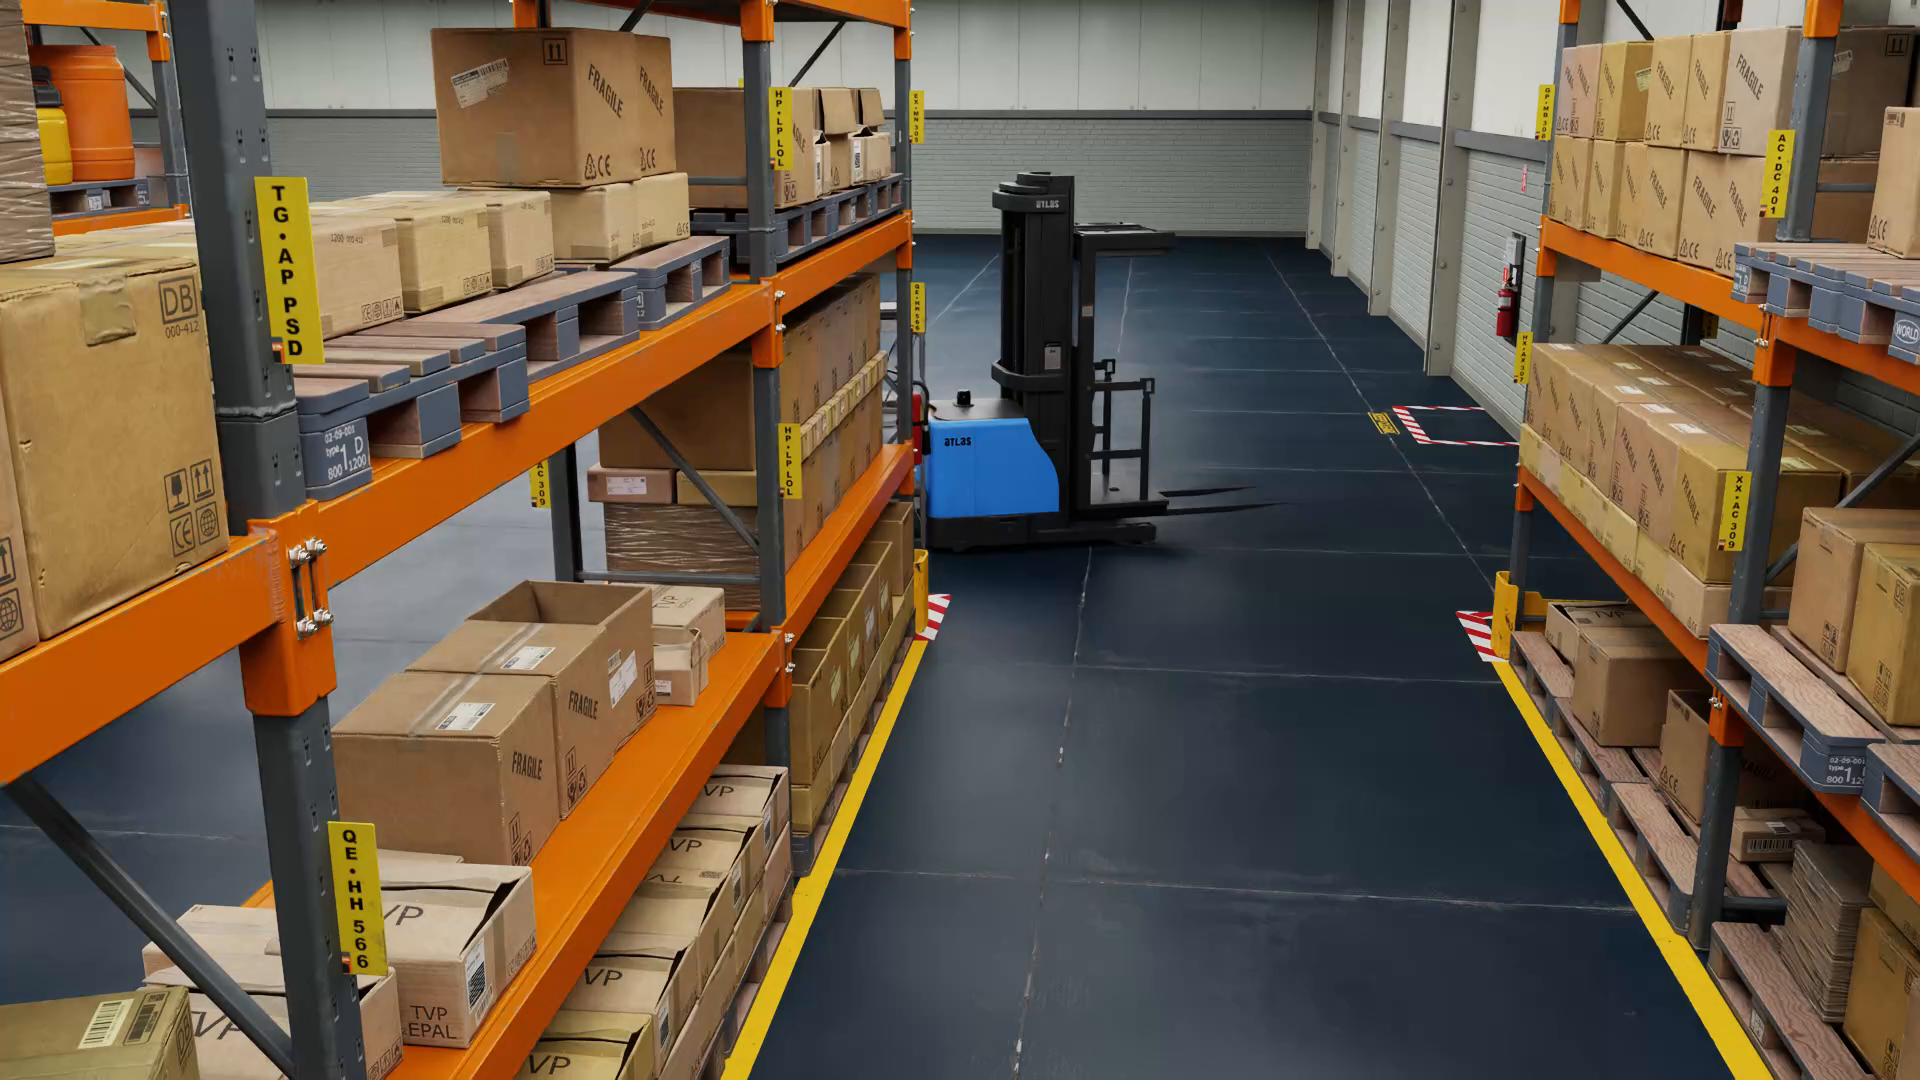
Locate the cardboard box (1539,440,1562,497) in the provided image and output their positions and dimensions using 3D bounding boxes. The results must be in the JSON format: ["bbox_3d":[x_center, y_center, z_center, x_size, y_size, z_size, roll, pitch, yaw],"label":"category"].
[{"bbox_3d":[3.691,-0.405,9.661,0.500,0.250,0.500,1,15,5],"label":"cardboard box"}]

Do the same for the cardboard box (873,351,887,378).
[{"bbox_3d":[-0.670,-1.121,10.629,0.380,0.149,0.250,1,15,5],"label":"cardboard box"}]

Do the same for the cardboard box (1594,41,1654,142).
[{"bbox_3d":[3.668,-2.354,8.728,0.500,0.500,0.500,2,15,8],"label":"cardboard box"}]

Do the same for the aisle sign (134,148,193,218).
[{"bbox_3d":[-5.434,-2.276,11.354,0.394,0.787,0.004,2,15,6],"label":"aisle sign"}]

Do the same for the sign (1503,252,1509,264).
[{"bbox_3d":[6.036,-3.121,18.375,0.001,0.109,0.331,2,15,6],"label":"sign"}]

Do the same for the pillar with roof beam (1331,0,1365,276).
[{"bbox_3d":[3.318,-9.760,32.518,9.100,9.000,0.400,2,15,6],"label":"pillar with roof beam"}]

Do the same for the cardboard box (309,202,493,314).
[{"bbox_3d":[-1.606,-0.772,4.507,0.500,0.250,0.500,1,15,5],"label":"cardboard box"}]

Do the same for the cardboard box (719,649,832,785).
[{"bbox_3d":[-0.904,0.824,7.894,0.500,0.500,0.500,2,15,6],"label":"cardboard box"}]

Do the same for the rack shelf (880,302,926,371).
[{"bbox_3d":[-0.531,-1.594,12.907,0.431,0.518,0.480,-4,16,-14],"label":"rack shelf"}]

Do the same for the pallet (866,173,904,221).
[{"bbox_3d":[-0.922,-2.087,10.058,1.003,0.211,1.213,2,15,6],"label":"pallet"}]

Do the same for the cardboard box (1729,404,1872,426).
[{"bbox_3d":[4.039,-0.361,8.061,0.500,0.500,0.500,2,15,8],"label":"cardboard box"}]

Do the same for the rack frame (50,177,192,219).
[{"bbox_3d":[-5.737,-1.012,11.657,1.000,3.000,0.127,2,15,6],"label":"rack frame"}]

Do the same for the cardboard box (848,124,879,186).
[{"bbox_3d":[-0.747,-2.089,8.994,0.500,0.311,0.500,4,16,13],"label":"cardboard box"}]

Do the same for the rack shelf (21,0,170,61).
[{"bbox_3d":[-5.963,-2.849,9.101,1.077,0.370,4.000,2,15,6],"label":"rack shelf"}]

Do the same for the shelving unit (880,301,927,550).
[{"bbox_3d":[-0.531,-0.932,13.086,0.431,2.100,0.503,-4,16,-14],"label":"shelving unit"}]

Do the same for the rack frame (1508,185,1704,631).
[{"bbox_3d":[4.106,-0.720,10.578,1.000,3.000,0.127,2,15,6],"label":"rack frame"}]

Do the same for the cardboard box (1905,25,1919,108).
[{"bbox_3d":[3.994,-1.790,6.642,0.500,0.500,0.500,2,15,7],"label":"cardboard box"}]

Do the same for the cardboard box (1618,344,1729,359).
[{"bbox_3d":[4.264,-0.891,10.021,0.500,0.500,0.500,2,15,6],"label":"cardboard box"}]

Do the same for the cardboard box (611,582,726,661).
[{"bbox_3d":[-1.280,0.374,6.820,0.500,0.250,0.500,3,15,10],"label":"cardboard box"}]

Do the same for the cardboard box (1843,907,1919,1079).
[{"bbox_3d":[3.580,1.639,5.801,0.700,0.500,0.500,1,15,5],"label":"cardboard box"}]

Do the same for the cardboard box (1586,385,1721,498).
[{"bbox_3d":[3.577,-0.508,8.607,0.500,0.500,0.500,2,15,8],"label":"cardboard box"}]

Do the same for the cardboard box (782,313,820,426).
[{"bbox_3d":[-1.111,-0.878,8.486,0.700,0.500,0.500,2,15,6],"label":"cardboard box"}]

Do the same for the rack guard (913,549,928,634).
[{"bbox_3d":[-0.813,0.336,11.463,1.175,0.500,0.348,2,15,6],"label":"rack guard"}]

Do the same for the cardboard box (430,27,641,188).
[{"bbox_3d":[-1.417,-1.460,5.616,0.500,0.500,0.500,3,15,12],"label":"cardboard box"}]

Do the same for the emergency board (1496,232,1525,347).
[{"bbox_3d":[5.881,-2.709,17.933,0.194,1.169,0.643,2,15,6],"label":"emergency board"}]

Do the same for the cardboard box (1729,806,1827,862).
[{"bbox_3d":[3.686,1.333,7.570,0.380,0.166,0.250,0,15,-1],"label":"cardboard box"}]

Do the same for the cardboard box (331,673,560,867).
[{"bbox_3d":[-1.546,0.726,5.038,0.500,0.500,0.500,1,15,3],"label":"cardboard box"}]

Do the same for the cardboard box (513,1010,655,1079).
[{"bbox_3d":[-1.257,1.668,5.135,0.500,0.311,0.500,1,15,5],"label":"cardboard box"}]

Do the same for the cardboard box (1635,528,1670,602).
[{"bbox_3d":[3.472,0.120,7.722,0.500,0.250,0.500,2,15,7],"label":"cardboard box"}]

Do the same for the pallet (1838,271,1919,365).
[{"bbox_3d":[3.366,-0.614,4.798,1.213,0.211,1.003,2,15,6],"label":"pallet"}]

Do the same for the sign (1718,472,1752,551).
[{"bbox_3d":[3.115,-0.114,6.680,0.100,0.325,0.005,2,15,6],"label":"sign"}]

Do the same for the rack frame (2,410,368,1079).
[{"bbox_3d":[-1.719,1.210,3.440,1.000,3.000,0.127,2,15,6],"label":"rack frame"}]

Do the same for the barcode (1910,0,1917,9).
[{"bbox_3d":[4.239,-2.395,7.388,0.001,0.075,0.075,2,15,6],"label":"barcode"}]

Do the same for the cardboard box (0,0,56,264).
[{"bbox_3d":[-1.774,-0.656,2.487,0.500,0.500,0.500,2,15,6],"label":"cardboard box"}]

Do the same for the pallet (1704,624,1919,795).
[{"bbox_3d":[3.424,0.604,6.049,1.003,0.211,1.213,2,15,6],"label":"pallet"}]

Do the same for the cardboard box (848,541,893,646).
[{"bbox_3d":[-0.679,0.305,9.812,0.500,0.500,0.500,2,15,6],"label":"cardboard box"}]

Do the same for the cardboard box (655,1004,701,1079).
[{"bbox_3d":[-1.201,1.809,5.688,0.500,0.250,0.500,2,15,7],"label":"cardboard box"}]

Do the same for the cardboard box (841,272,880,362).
[{"bbox_3d":[-0.887,-1.405,10.434,0.700,0.500,0.500,2,15,6],"label":"cardboard box"}]

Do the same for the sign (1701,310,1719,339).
[{"bbox_3d":[4.656,-1.410,10.306,0.100,0.325,0.005,2,15,6],"label":"sign"}]

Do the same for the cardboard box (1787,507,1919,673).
[{"bbox_3d":[3.564,0.188,6.186,0.700,0.500,0.500,2,15,6],"label":"cardboard box"}]

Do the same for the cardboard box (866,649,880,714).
[{"bbox_3d":[-0.740,0.797,9.431,0.500,0.250,0.500,2,15,6],"label":"cardboard box"}]

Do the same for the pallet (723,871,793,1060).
[{"bbox_3d":[-1.312,1.711,6.930,1.003,0.211,1.213,2,15,6],"label":"pallet"}]

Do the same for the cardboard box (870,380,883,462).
[{"bbox_3d":[-0.881,-0.792,10.654,0.700,0.500,0.500,2,15,6],"label":"cardboard box"}]

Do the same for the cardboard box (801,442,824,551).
[{"bbox_3d":[-1.110,-0.258,8.678,0.700,0.500,0.500,2,15,7],"label":"cardboard box"}]

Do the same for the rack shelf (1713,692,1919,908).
[{"bbox_3d":[3.429,1.184,4.916,1.077,0.370,4.000,2,15,6],"label":"rack shelf"}]

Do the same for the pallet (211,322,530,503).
[{"bbox_3d":[-1.731,-0.325,3.734,1.213,0.211,1.003,2,15,9],"label":"pallet"}]

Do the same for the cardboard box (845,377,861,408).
[{"bbox_3d":[-0.787,-0.854,9.639,0.380,0.149,0.250,2,15,8],"label":"cardboard box"}]

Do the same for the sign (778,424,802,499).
[{"bbox_3d":[-0.727,-0.335,7.086,0.100,0.325,0.005,2,15,6],"label":"sign"}]

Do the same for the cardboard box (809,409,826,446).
[{"bbox_3d":[-0.903,-0.587,8.652,0.380,0.149,0.250,1,15,5],"label":"cardboard box"}]

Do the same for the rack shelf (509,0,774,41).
[{"bbox_3d":[-1.493,-1.664,4.722,1.077,0.370,4.000,2,15,6],"label":"rack shelf"}]

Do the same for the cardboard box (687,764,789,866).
[{"bbox_3d":[-1.028,1.140,7.088,0.500,0.311,0.500,2,15,6],"label":"cardboard box"}]

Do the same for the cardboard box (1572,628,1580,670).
[{"bbox_3d":[3.875,0.690,9.670,0.500,0.311,0.500,3,15,11],"label":"cardboard box"}]

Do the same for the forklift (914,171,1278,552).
[{"bbox_3d":[1.118,-1.500,13.596,3.031,2.935,1.130,-3,16,-13],"label":"forklift"}]

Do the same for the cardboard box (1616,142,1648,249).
[{"bbox_3d":[3.630,-1.734,8.351,0.500,0.500,0.500,3,15,10],"label":"cardboard box"}]
